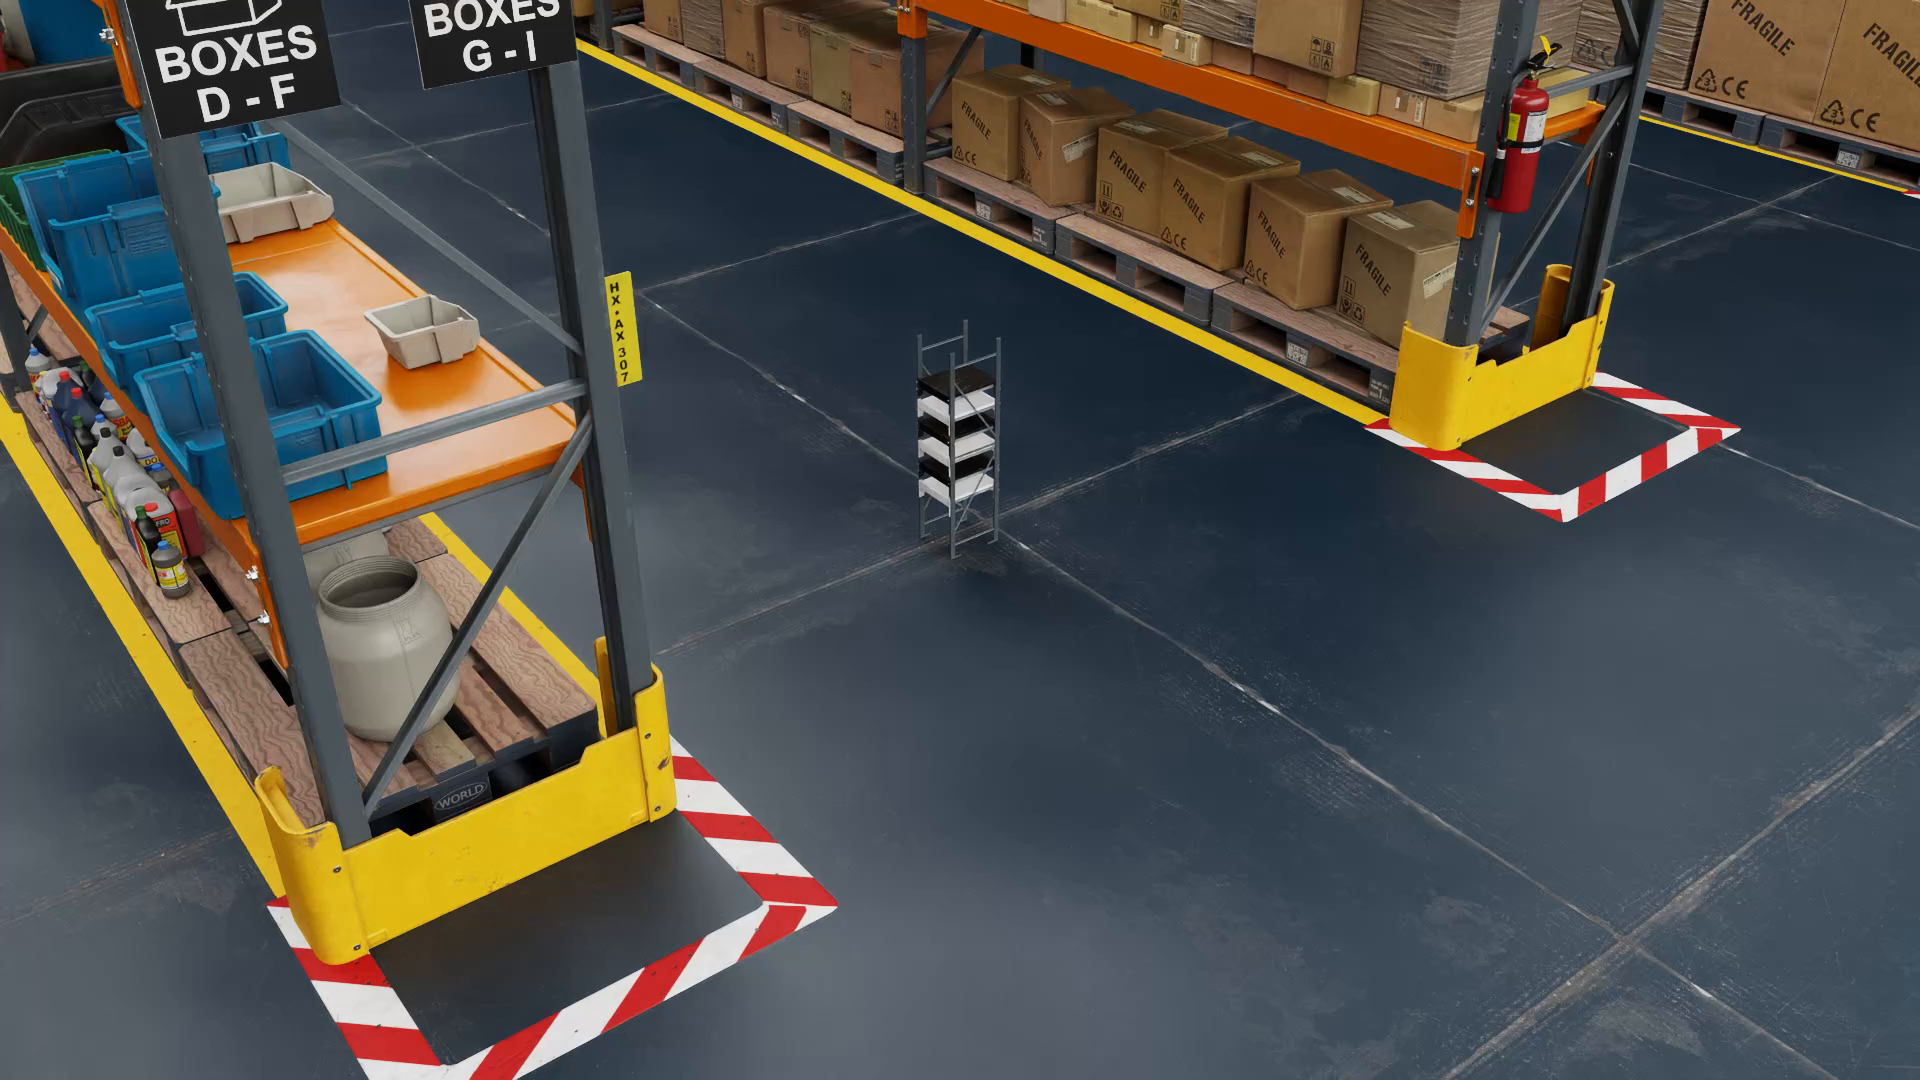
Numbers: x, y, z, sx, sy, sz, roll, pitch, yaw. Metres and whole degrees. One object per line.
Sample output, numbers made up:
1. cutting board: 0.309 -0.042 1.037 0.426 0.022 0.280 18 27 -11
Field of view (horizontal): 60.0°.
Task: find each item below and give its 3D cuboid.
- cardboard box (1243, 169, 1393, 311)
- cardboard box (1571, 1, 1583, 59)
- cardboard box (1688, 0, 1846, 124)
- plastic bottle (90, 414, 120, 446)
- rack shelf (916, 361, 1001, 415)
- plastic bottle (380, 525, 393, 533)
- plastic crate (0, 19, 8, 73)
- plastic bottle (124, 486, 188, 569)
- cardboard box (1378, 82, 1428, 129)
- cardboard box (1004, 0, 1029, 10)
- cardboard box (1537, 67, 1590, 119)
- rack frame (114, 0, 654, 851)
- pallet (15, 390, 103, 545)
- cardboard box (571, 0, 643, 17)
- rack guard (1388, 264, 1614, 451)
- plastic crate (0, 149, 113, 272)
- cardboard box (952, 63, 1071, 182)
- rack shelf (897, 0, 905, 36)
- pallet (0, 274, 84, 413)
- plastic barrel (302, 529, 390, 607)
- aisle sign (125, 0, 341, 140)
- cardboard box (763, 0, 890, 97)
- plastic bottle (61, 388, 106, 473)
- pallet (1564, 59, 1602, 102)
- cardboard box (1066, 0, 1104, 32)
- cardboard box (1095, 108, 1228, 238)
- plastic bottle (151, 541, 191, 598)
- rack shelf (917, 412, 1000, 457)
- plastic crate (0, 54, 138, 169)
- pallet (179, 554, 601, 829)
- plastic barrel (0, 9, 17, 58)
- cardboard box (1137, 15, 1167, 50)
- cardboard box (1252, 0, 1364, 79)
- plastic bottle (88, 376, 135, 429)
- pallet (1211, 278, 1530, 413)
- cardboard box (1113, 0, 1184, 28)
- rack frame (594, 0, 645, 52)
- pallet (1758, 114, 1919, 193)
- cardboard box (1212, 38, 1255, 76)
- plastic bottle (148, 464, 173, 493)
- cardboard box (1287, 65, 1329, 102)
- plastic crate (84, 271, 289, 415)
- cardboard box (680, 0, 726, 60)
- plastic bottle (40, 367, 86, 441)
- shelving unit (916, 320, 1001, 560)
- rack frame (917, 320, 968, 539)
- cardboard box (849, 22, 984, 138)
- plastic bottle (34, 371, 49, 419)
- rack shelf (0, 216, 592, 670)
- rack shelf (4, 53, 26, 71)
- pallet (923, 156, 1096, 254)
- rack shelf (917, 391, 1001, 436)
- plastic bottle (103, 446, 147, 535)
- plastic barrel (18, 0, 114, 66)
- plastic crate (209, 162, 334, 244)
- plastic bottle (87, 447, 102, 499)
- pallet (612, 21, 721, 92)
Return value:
1. cardboard box: 1.777 -1.504 8.300 0.500 0.500 0.500 -12 34 -19
2. cardboard box: 4.398 -4.105 12.131 0.875 0.875 0.875 -22 38 -31
3. cardboard box: 5.511 -3.350 10.916 0.875 0.875 0.875 -23 39 -32
4. plastic bottle: -3.422 -0.378 6.684 0.097 0.271 0.097 0 32 0
5. rack shelf: -0.005 -0.587 6.393 0.258 0.077 0.200 -22 38 -31
6. plastic bottle: -2.238 -0.166 6.343 0.097 0.271 0.097 0 32 0
7. plastic crate: -4.364 -2.078 7.193 0.402 0.464 0.583 -22 38 -31
8. plastic bottle: -2.978 -0.049 6.150 0.152 0.276 0.135 -22 38 -31
9. cardboard box: 2.050 -1.934 7.258 0.380 0.149 0.250 -22 38 -31
10. cardboard box: 0.461 -2.953 8.899 0.380 0.149 0.250 -22 38 -31
11. cardboard box: 2.554 -1.973 7.322 0.380 0.149 0.250 -22 38 -31
12. rack frame: -1.372 -0.281 4.360 1.000 3.000 0.127 -22 38 -31
13. pallet: -3.446 -0.471 7.308 1.003 0.211 1.213 -22 38 -31
14. cardboard box: -2.772 -4.788 13.232 1.225 0.875 0.875 -24 39 -33
15. rack guard: 2.494 -0.854 7.651 1.175 0.500 0.348 -22 38 -31
16. plastic crate: -3.216 -1.201 6.042 0.450 0.188 0.662 -22 38 -31
17. cardboard box: 0.301 -2.488 9.884 0.500 0.500 0.500 -24 39 -33
18. rack shelf: -1.139 -4.079 11.156 1.077 0.370 4.000 -22 38 -31
19. pallet: -4.337 -1.079 8.287 1.003 0.211 1.213 -22 38 -31
20. plastic barrel: -2.143 0.139 5.644 0.421 0.512 0.421 0 32 0
21. aisle sign: -1.563 -1.260 3.471 0.394 0.787 0.004 -22 38 -31
22. cardboard box: -0.893 -3.377 11.296 0.700 0.500 0.500 -26 40 -35
23. plastic bottle: -3.542 -0.461 6.743 0.144 0.351 0.185 -24 39 -33
24. pallet: 4.472 -3.587 12.325 1.003 0.211 1.213 -22 38 -31
25. cardboard box: 0.768 -2.744 8.564 0.380 0.149 0.250 -22 38 -31
26. cardboard box: 1.101 -2.018 9.128 0.500 0.500 0.500 -26 40 -35
27. plastic bottle: -2.845 0.097 5.986 0.097 0.201 0.097 0 32 0
28. rack shelf: -0.005 -0.434 6.488 0.258 0.077 0.200 -22 38 -31
29. plastic crate: -3.604 -1.663 6.643 0.767 0.338 0.504 -22 38 -31
30. pallet: -1.950 0.546 5.670 1.003 0.211 1.213 -22 38 -31
31. plastic barrel: -4.515 -2.491 8.049 0.301 0.262 0.301 0 32 0
32. cardboard box: 1.101 -2.547 8.246 0.380 0.149 0.250 -22 38 -31
33. cardboard box: 1.823 -2.460 7.492 0.875 0.500 0.500 -22 38 -31
34. plastic bottle: -3.544 -0.586 6.944 0.144 0.351 0.185 -22 38 -31
35. pallet: 2.023 -1.081 8.290 1.003 0.211 1.213 -22 38 -31
36. cardboard box: 1.253 -2.895 8.191 0.875 0.500 0.500 -22 38 -31
37. rack frame: -2.365 -5.218 12.308 1.000 3.000 0.127 -22 38 -31
38. pallet: 5.968 -2.570 10.688 1.003 0.211 1.213 -22 38 -31
39. cardboard box: 1.423 -2.345 7.920 0.380 0.149 0.250 -22 38 -31
40. plastic bottle: -3.099 -0.200 6.464 0.097 0.201 0.097 0 32 0
41. cardboard box: 1.715 -2.130 7.575 0.380 0.149 0.250 -22 38 -31
42. plastic crate: -2.309 -0.603 5.018 0.499 0.251 0.408 -22 38 -31
43. cardboard box: -1.589 -3.843 12.047 0.700 0.500 0.500 -26 40 -35
44. plastic bottle: -3.756 -0.578 7.002 0.152 0.276 0.135 -21 37 -30
45. shelving unit: -0.005 -0.386 6.518 0.258 0.900 0.210 -22 38 -31
46. rack frame: -0.067 -0.428 6.586 0.240 0.900 0.006 -22 38 -31
47. cardboard box: -0.272 -2.939 10.591 0.700 0.500 0.500 -26 40 -35
48. plastic bottle: -3.914 -0.630 7.156 0.097 0.201 0.097 0 32 0
49. rack shelf: -2.599 -0.809 5.892 1.077 0.370 4.000 -22 38 -31
50. rack shelf: -5.051 -2.476 8.576 1.077 0.370 4.000 -22 38 -31
51. pallet: 0.527 -2.098 9.928 1.003 0.211 1.213 -22 38 -31
52. rack shelf: -0.005 -0.510 6.441 0.258 0.077 0.200 -22 38 -31
53. plastic bottle: -3.167 -0.206 6.332 0.144 0.351 0.185 -21 37 -29
54. plastic barrel: -3.823 -2.420 7.329 0.600 0.901 0.708 -22 38 -31
55. plastic crate: -2.629 -1.242 6.156 0.530 0.136 0.437 -22 38 -31
56. plastic bottle: -3.387 -0.272 6.580 0.097 0.201 0.097 0 32 0
57. pallet: -1.887 -3.707 12.519 1.003 0.211 1.213 -22 38 -31
